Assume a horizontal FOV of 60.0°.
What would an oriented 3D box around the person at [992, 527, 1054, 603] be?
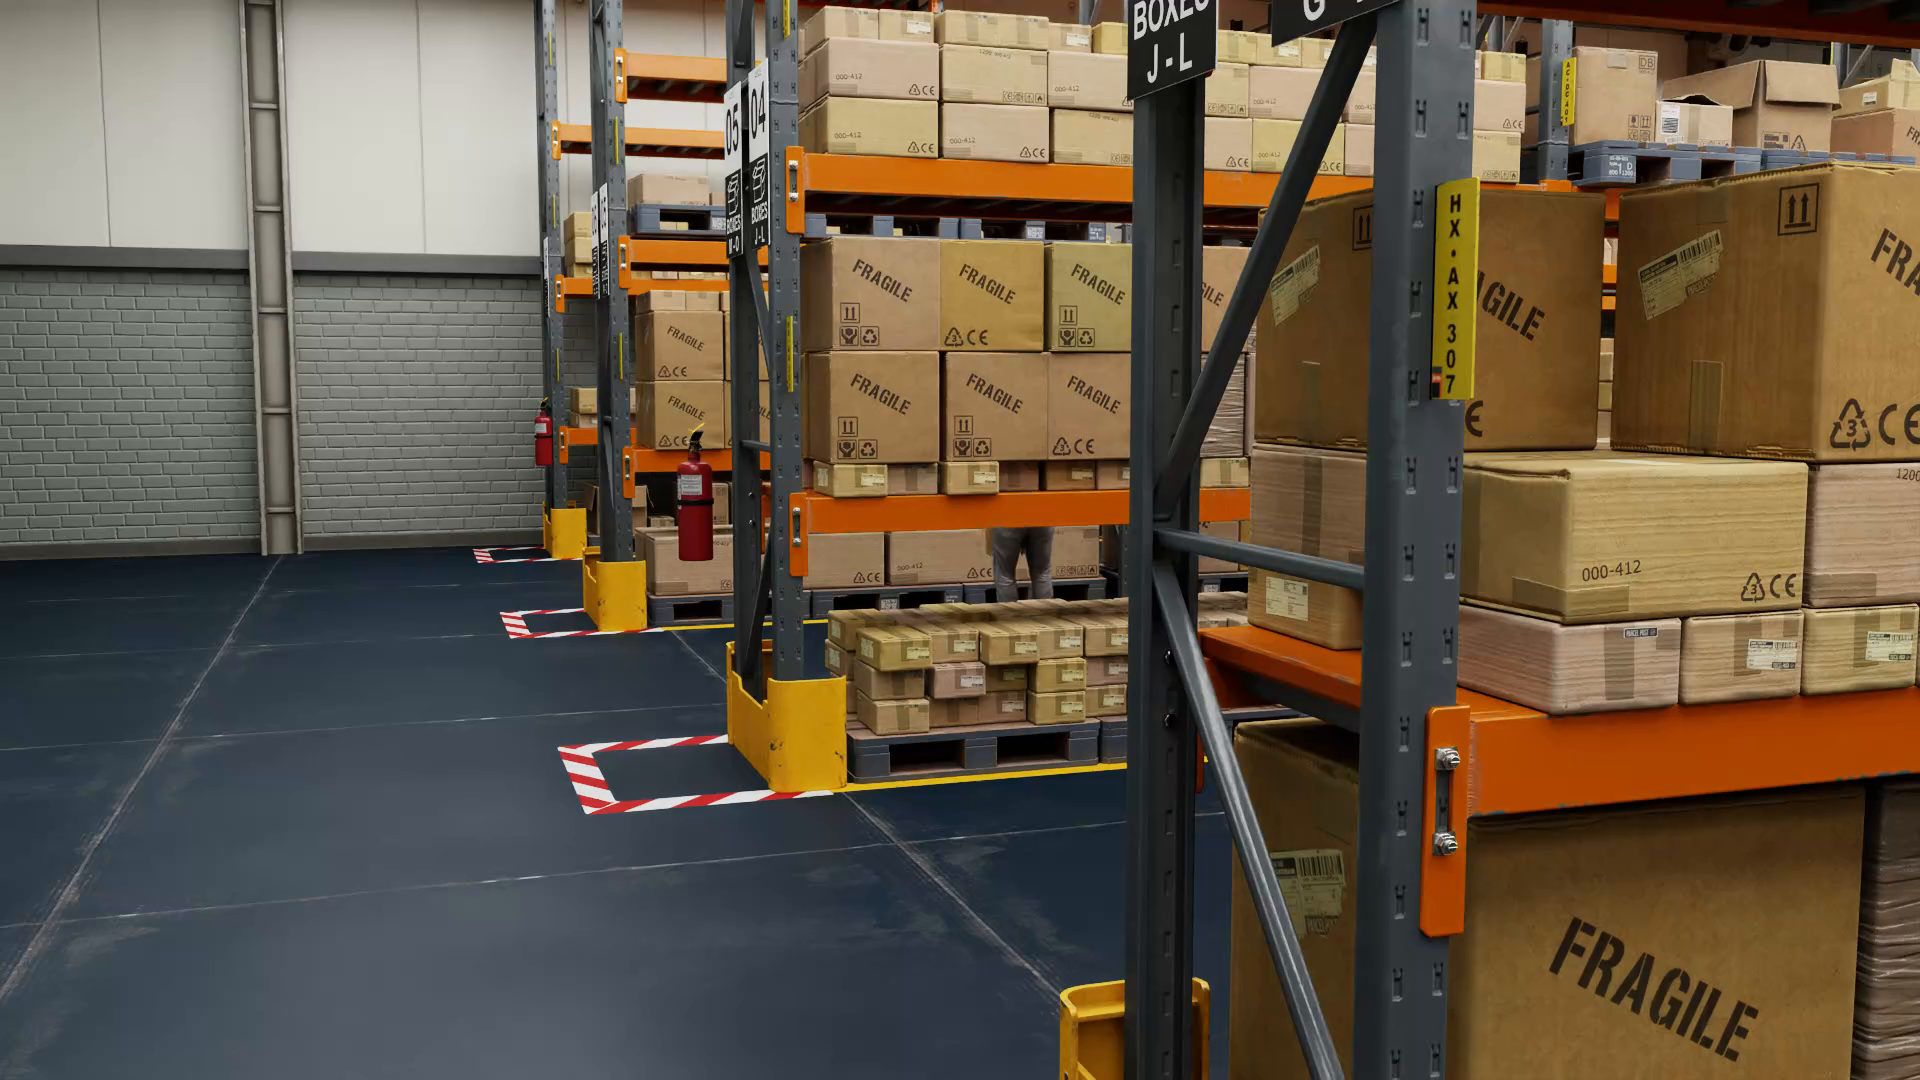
[{"bbox_3d":[0.423,-0.178,11.431,0.551,1.779,0.470,-2,6,-20],"label":"person"}]
